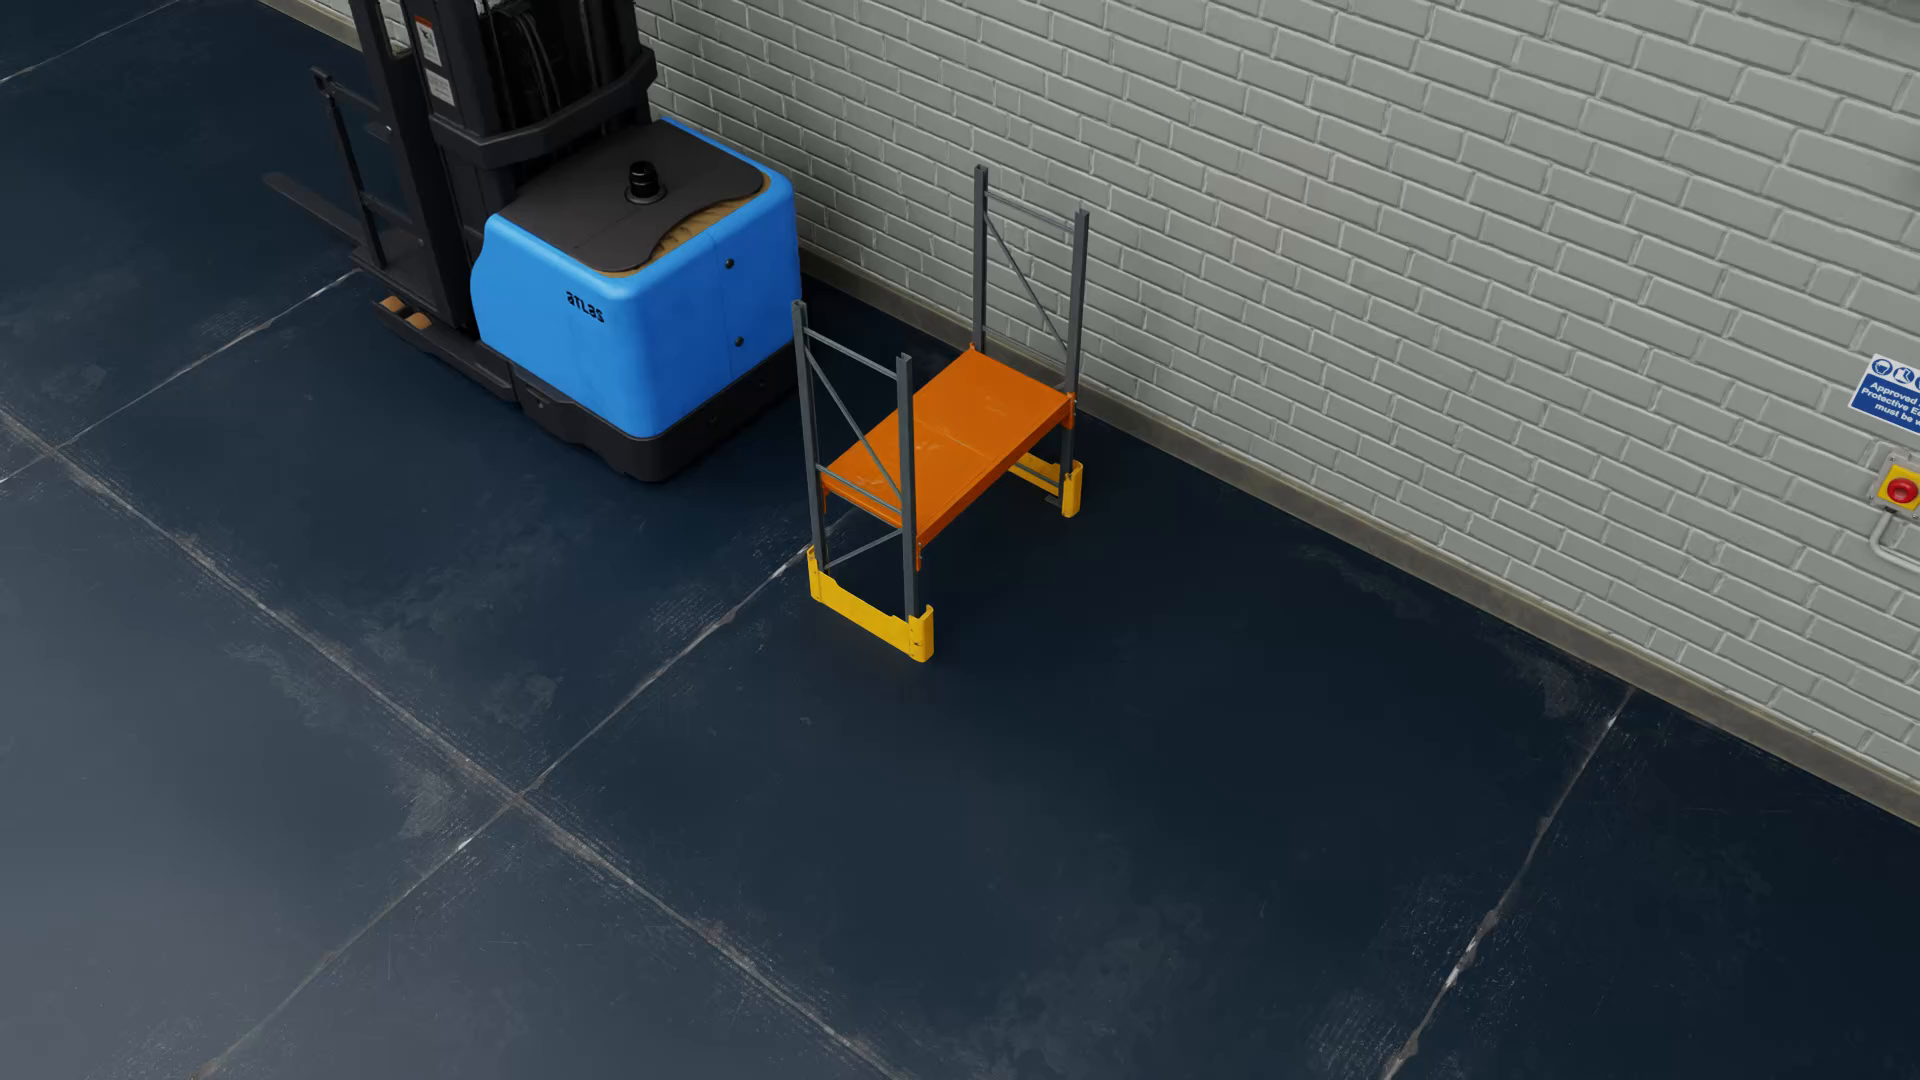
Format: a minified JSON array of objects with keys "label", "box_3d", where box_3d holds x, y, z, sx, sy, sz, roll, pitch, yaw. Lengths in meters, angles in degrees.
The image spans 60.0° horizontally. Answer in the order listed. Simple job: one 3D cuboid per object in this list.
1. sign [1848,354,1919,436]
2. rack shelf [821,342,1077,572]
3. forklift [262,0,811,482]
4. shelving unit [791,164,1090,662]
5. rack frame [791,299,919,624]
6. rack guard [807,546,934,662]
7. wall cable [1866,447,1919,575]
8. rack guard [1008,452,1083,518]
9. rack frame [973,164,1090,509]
[{"label":"sign","box_3d":[2.905,-0.420,5.055,0.327,0.218,0.001,29,53,25]},{"label":"rack shelf","box_3d":[-0.052,-0.345,6.456,0.538,0.185,1.000,29,53,25]},{"label":"forklift","box_3d":[-2.129,-2.169,6.960,3.031,2.935,1.130,31,54,26]},{"label":"shelving unit","box_3d":[-0.047,-0.474,6.331,0.587,1.500,1.083,29,53,25]},{"label":"rack frame","box_3d":[-0.363,-0.178,6.048,0.500,1.500,0.032,29,53,25]},{"label":"rack guard","box_3d":[-0.351,0.242,6.510,0.587,0.250,0.087,29,53,25]},{"label":"wall cable","box_3d":[2.906,-0.632,4.720,0.585,1.953,0.123,29,53,25]},{"label":"rack guard","box_3d":[0.258,-0.328,7.055,0.587,0.250,0.087,29,53,25]},{"label":"rack frame","box_3d":[0.259,-0.760,6.604,0.500,1.500,0.032,29,53,25]}]
